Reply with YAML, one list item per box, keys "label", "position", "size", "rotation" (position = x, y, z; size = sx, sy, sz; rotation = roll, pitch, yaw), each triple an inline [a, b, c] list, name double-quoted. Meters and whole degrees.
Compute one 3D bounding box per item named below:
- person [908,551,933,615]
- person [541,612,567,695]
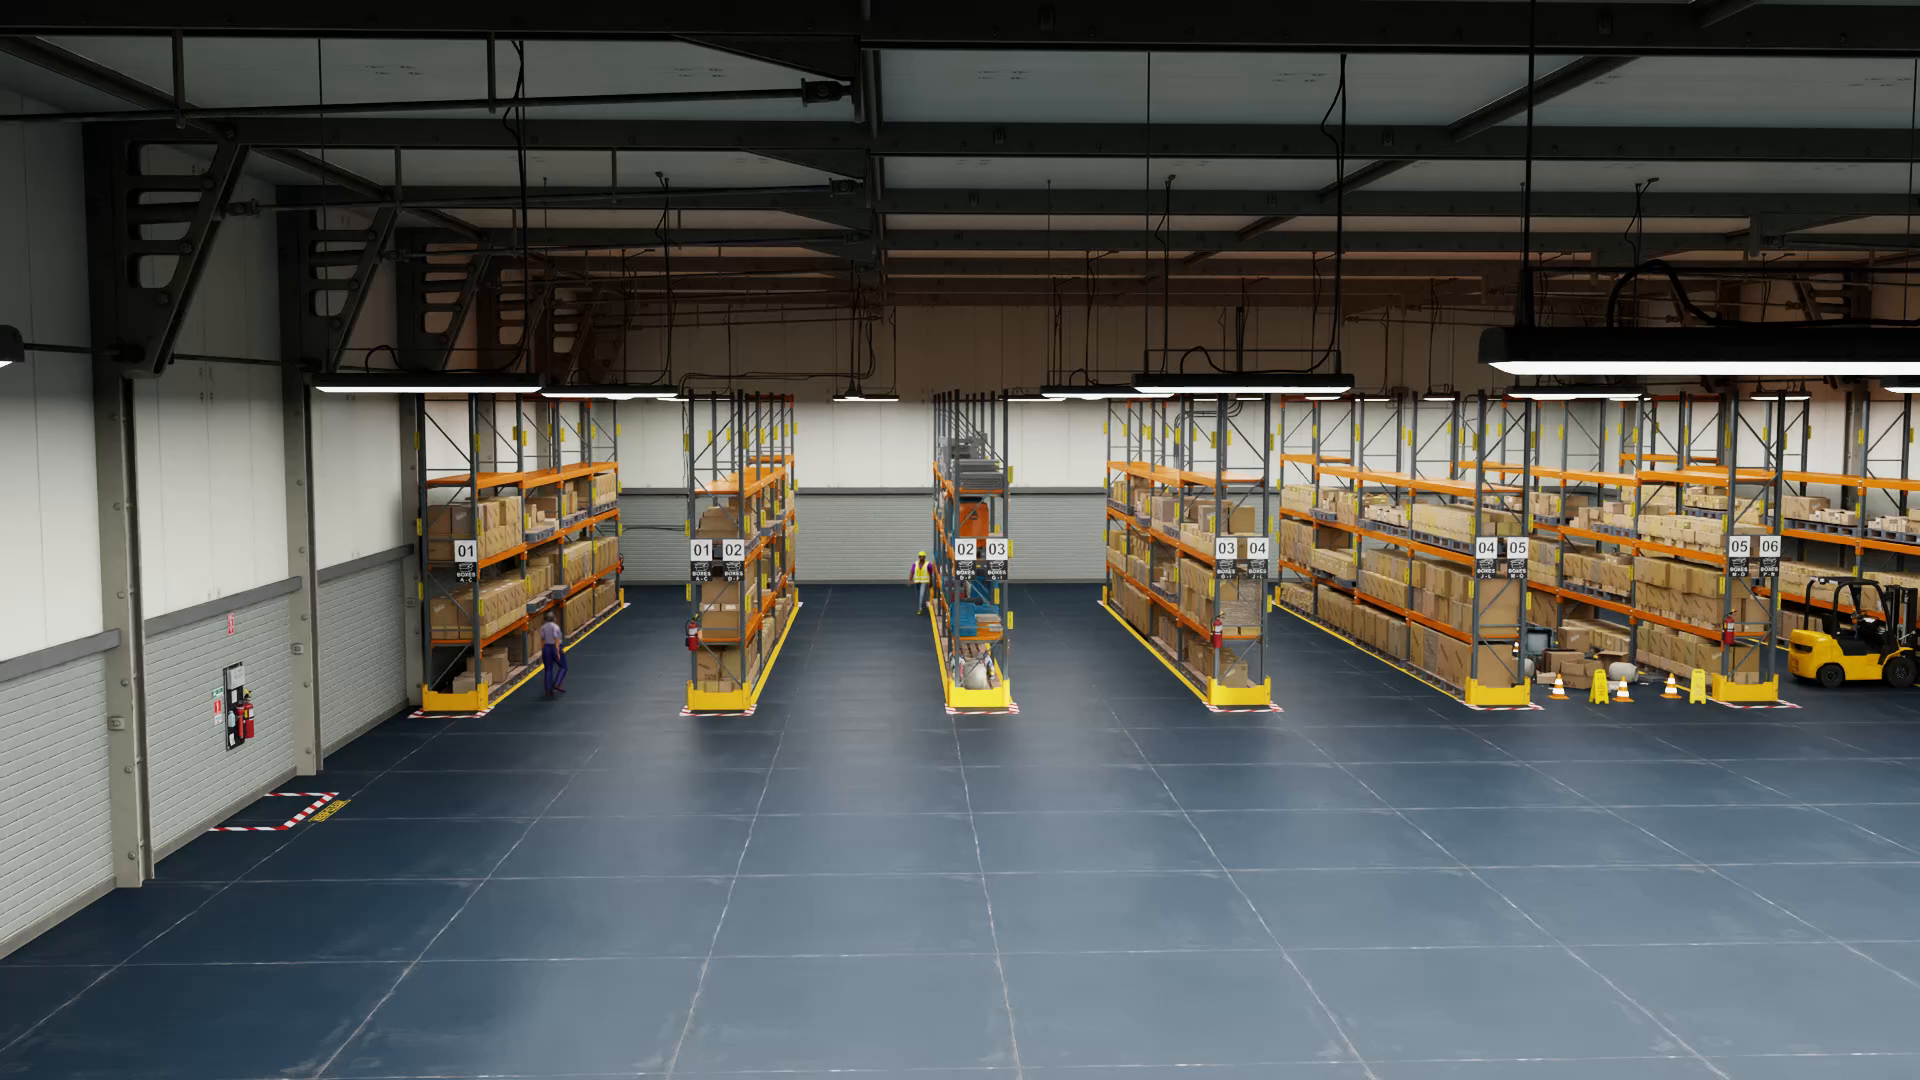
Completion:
- label: "person"
  position: [-1.066, 1.156, 45.260]
  size: [0.572, 1.711, 1.046]
  rotation: [2, 5, 19]
- label: "person"
  position: [-8.020, 2.230, 32.729]
  size: [0.538, 1.635, 0.458]
  rotation: [1, 5, 10]
